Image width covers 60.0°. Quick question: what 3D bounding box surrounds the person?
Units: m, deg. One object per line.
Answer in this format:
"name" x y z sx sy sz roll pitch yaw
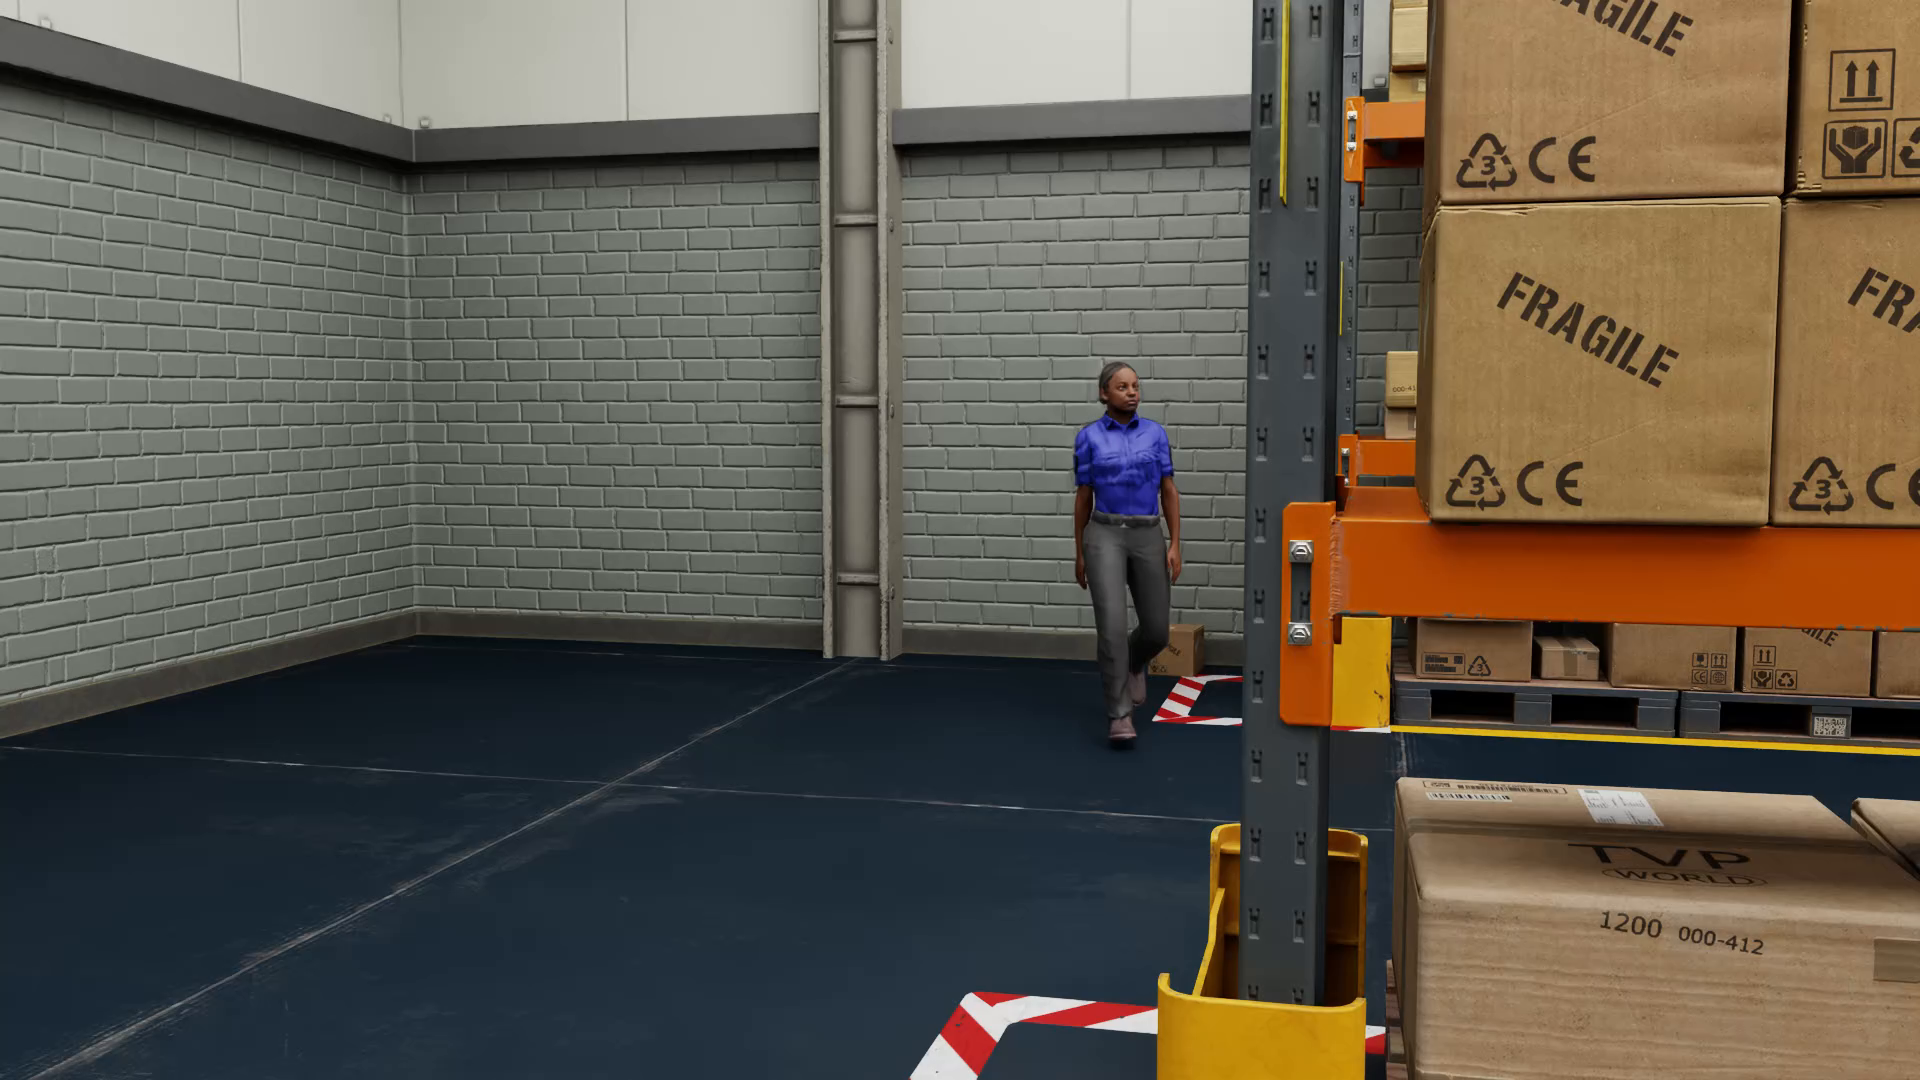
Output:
"person" 0.732 0.028 7.332 0.466 1.622 0.771 0 5 -6
